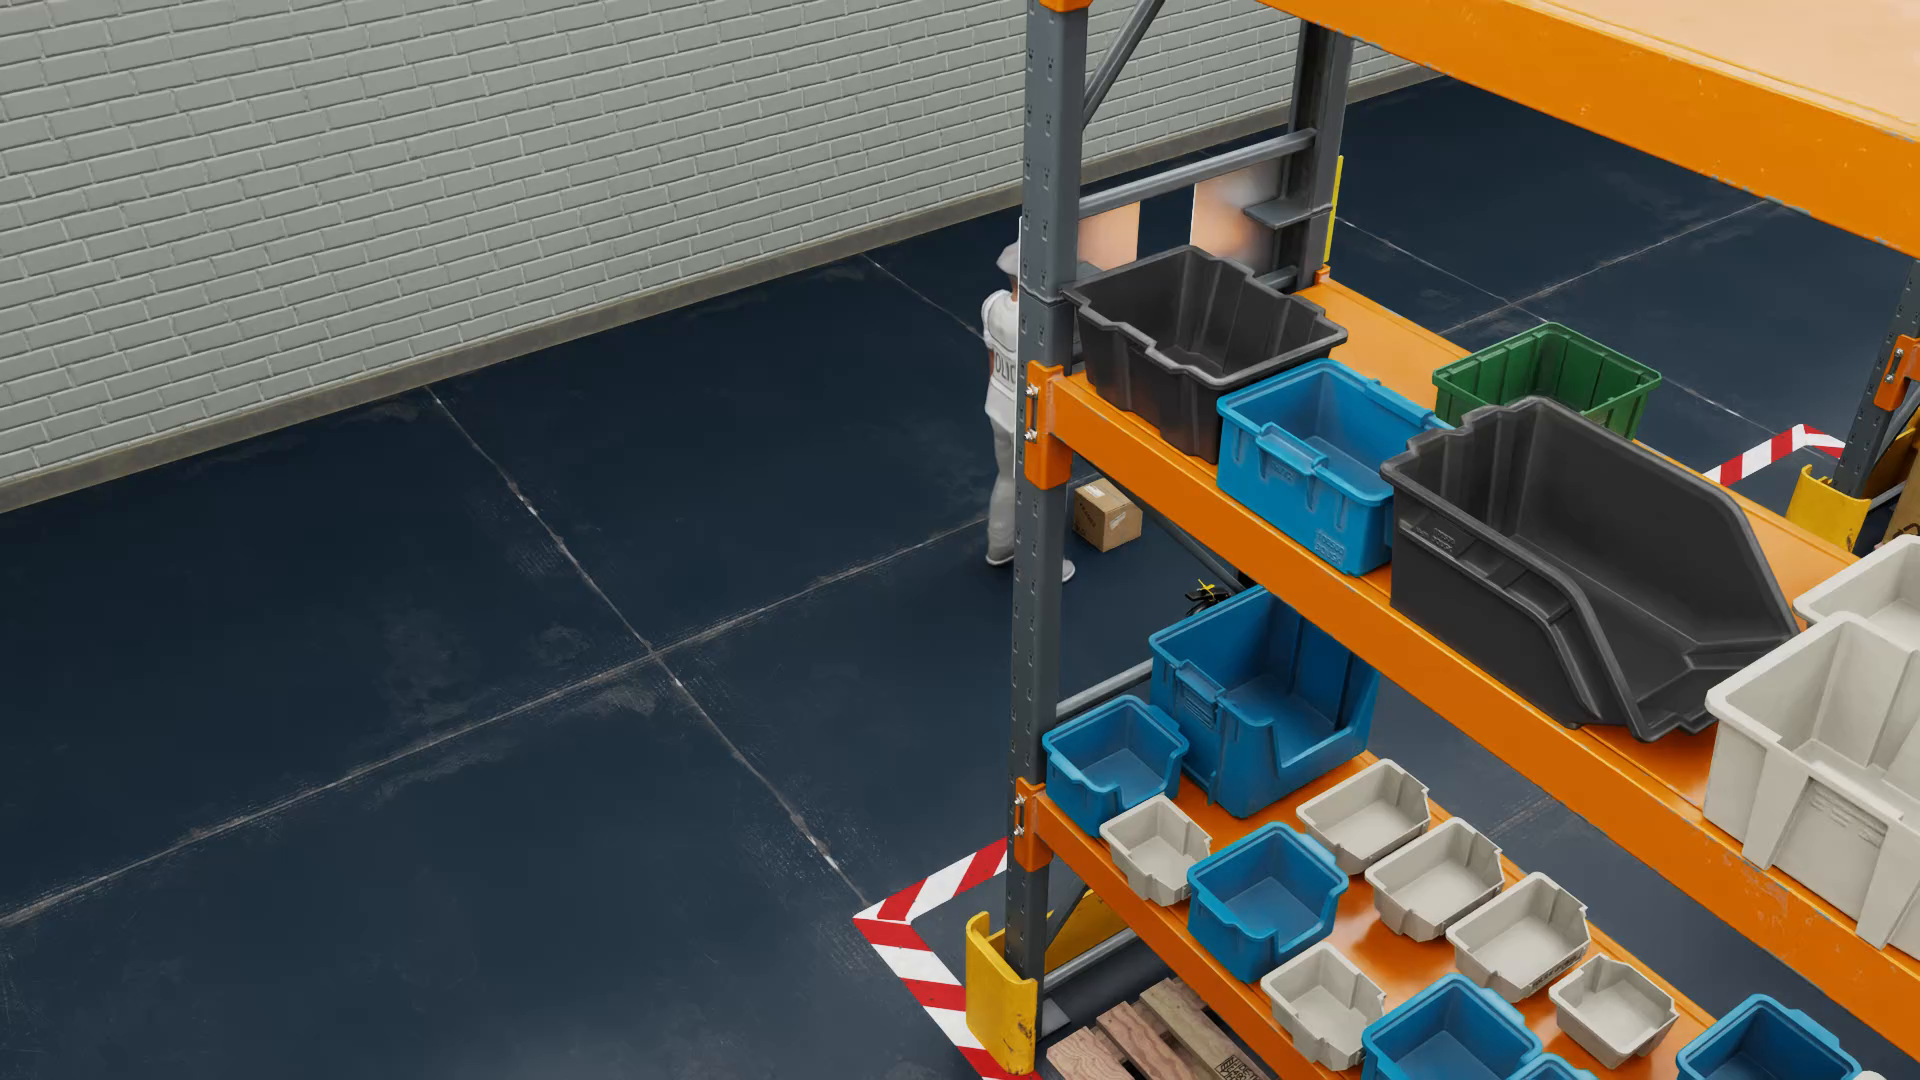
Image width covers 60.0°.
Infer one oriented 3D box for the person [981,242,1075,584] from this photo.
[{"bbox_3d":[0.334,-0.585,7.790,0.393,1.759,0.525,-21,41,-27],"label":"person"}]
